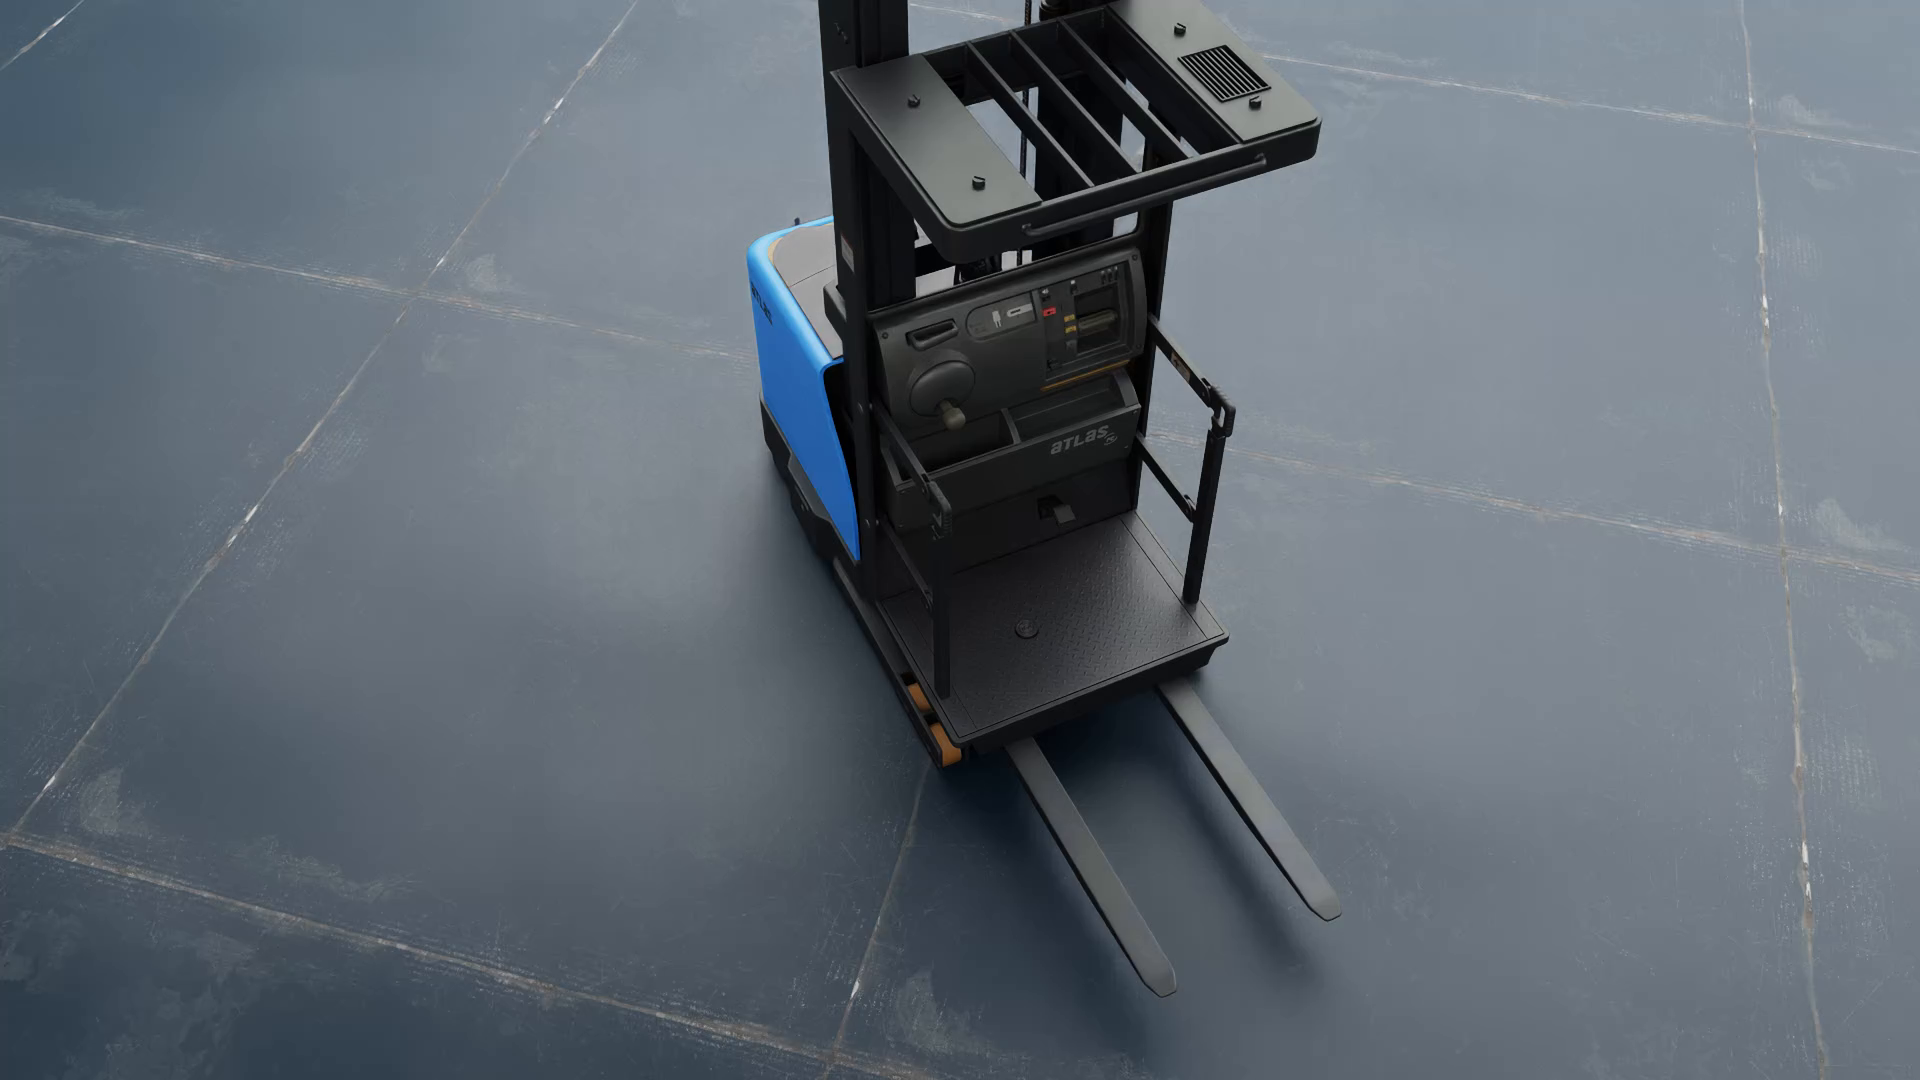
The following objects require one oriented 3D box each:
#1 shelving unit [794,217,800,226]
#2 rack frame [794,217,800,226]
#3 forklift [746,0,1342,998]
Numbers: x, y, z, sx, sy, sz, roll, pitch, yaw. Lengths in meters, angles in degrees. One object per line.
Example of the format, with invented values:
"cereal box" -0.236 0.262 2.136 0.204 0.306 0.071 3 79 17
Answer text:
"shelving unit" -0.505 -0.947 6.904 0.258 0.900 0.210 -20 51 -17
"rack frame" -0.549 -1.016 6.965 0.240 0.900 0.006 -20 51 -17
"forklift" 0.271 -0.543 5.193 1.130 2.935 3.031 -20 51 -17
